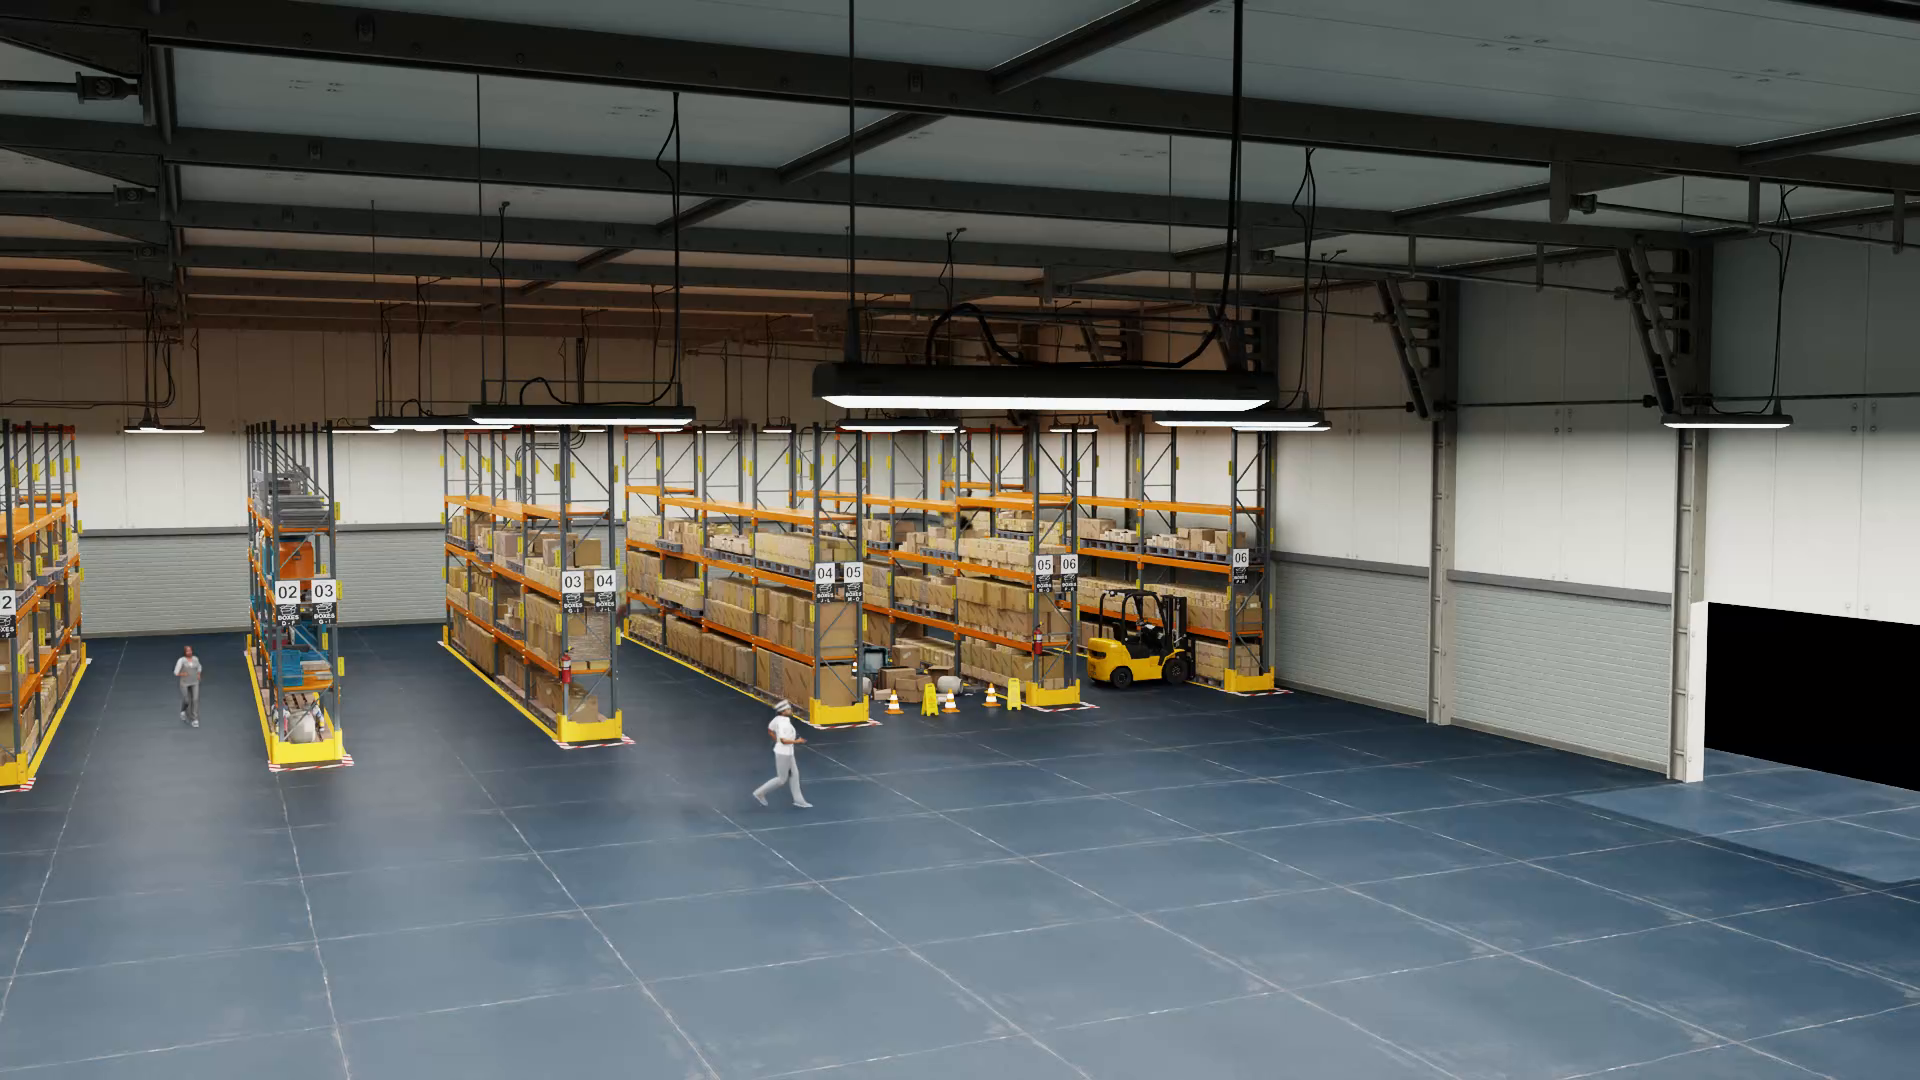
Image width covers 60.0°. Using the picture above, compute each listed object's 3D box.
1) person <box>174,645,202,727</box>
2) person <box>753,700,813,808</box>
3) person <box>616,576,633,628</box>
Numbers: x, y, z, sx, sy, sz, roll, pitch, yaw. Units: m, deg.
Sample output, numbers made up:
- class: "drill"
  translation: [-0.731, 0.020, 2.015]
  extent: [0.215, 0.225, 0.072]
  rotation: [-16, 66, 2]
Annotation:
- class: "person"
  translation: [-15.187, 2.858, 32.777]
  extent: [0.541, 1.574, 0.867]
  rotation: [-3, 5, -38]
- class: "person"
  translation: [-2.705, 3.283, 25.382]
  extent: [0.920, 1.687, 0.581]
  rotation: [-1, 4, -9]
- class: "person"
  translation: [-9.920, 1.859, 48.978]
  extent: [0.844, 1.604, 0.662]
  rotation: [-1, 4, -17]
